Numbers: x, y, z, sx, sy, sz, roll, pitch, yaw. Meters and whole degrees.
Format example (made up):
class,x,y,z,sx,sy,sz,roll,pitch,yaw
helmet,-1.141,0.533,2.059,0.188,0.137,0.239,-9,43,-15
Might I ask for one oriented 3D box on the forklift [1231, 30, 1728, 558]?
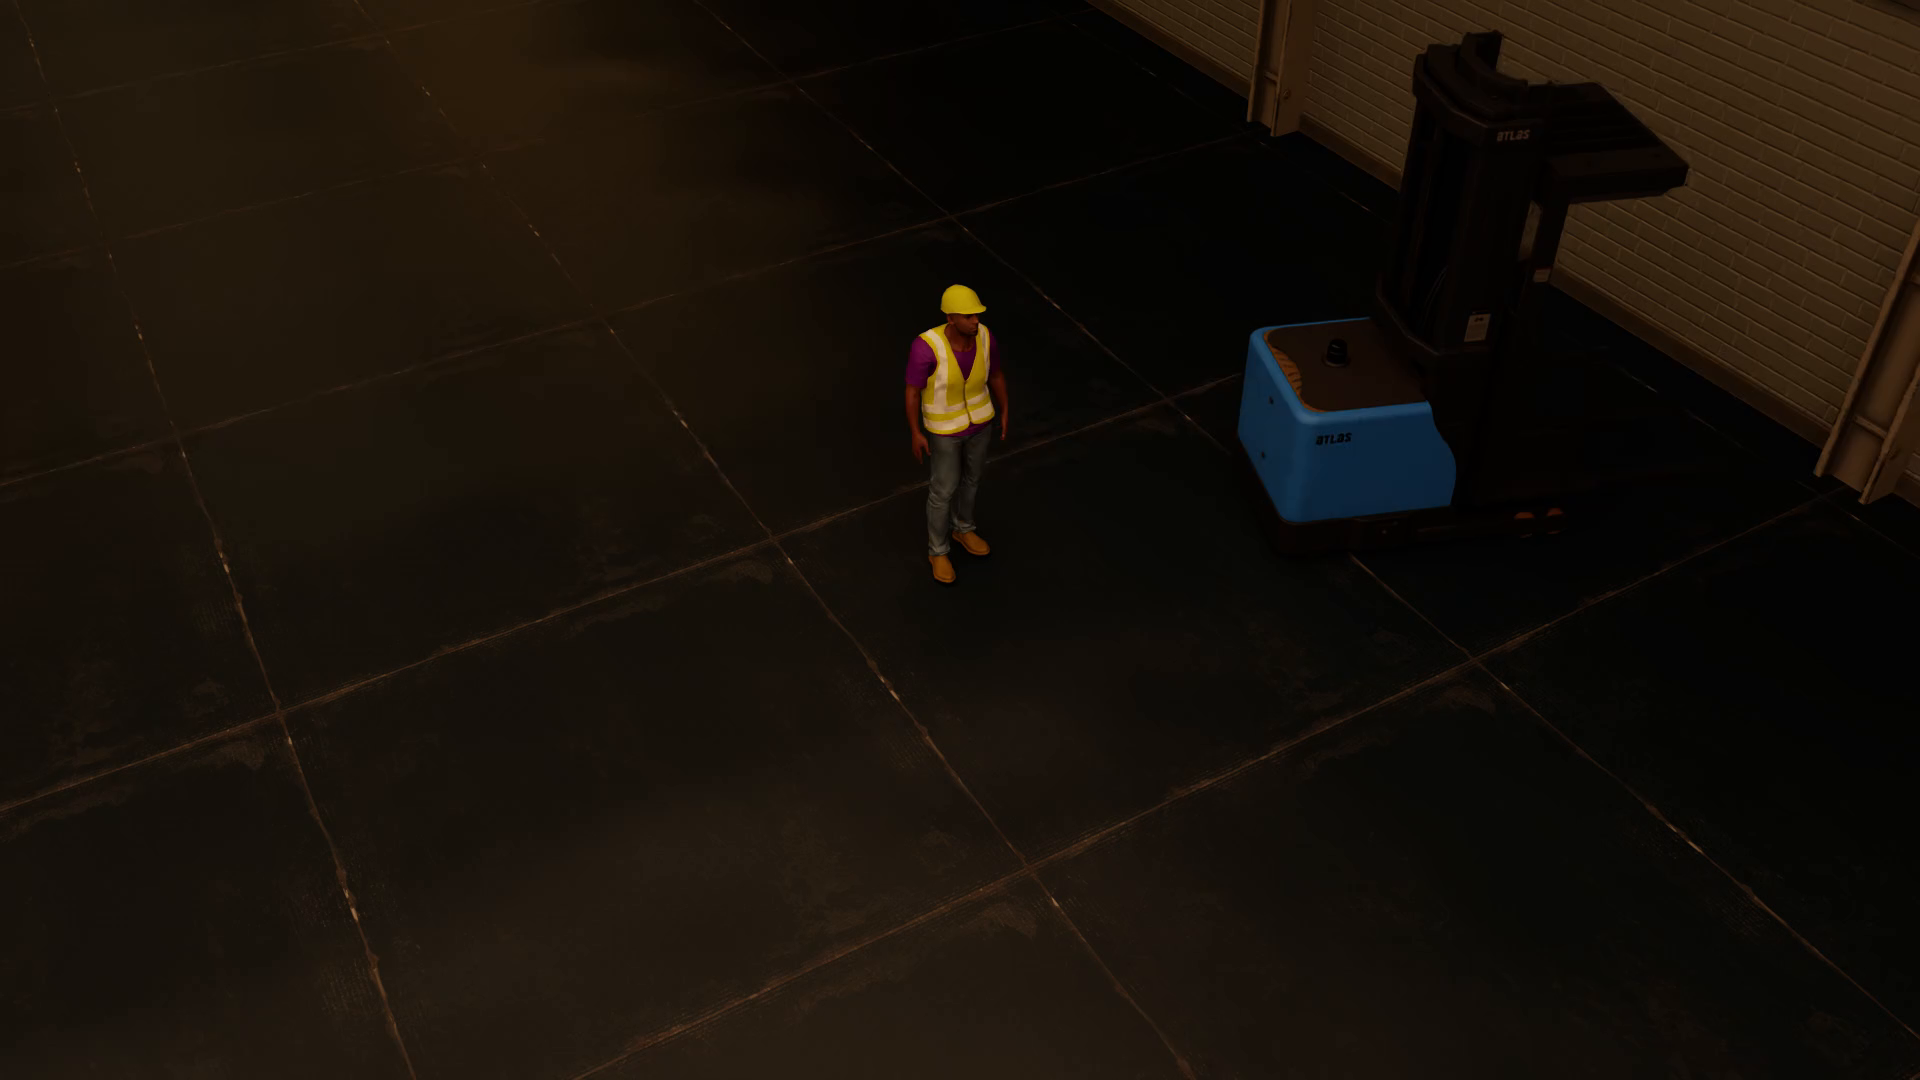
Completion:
class,x,y,z,sx,sy,sz,roll,pitch,yaw
forklift,3.332,-1.470,9.809,3.031,2.935,1.130,-7,40,-8

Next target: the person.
class,x,y,z,sx,sy,sz,roll,pitch,yaw
person,0.029,-0.645,9.715,0.666,1.765,0.577,-20,44,-23
